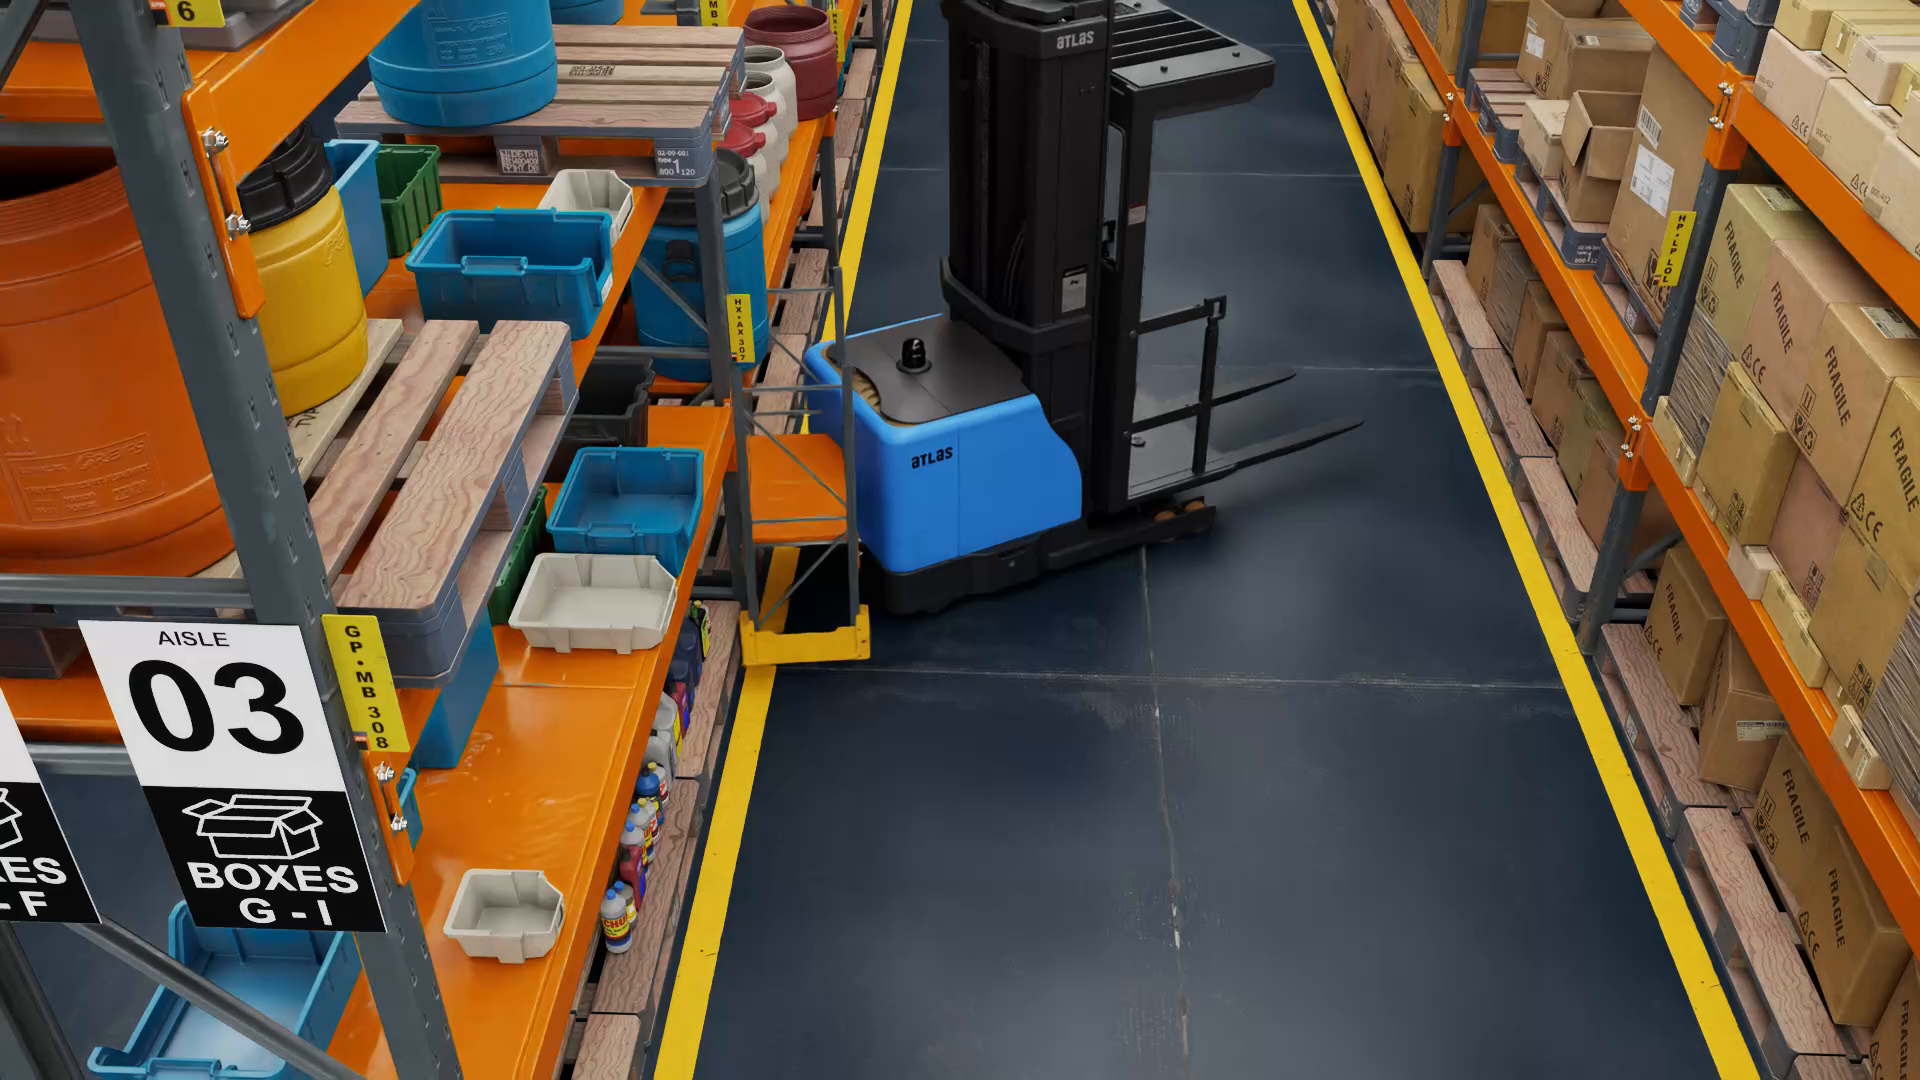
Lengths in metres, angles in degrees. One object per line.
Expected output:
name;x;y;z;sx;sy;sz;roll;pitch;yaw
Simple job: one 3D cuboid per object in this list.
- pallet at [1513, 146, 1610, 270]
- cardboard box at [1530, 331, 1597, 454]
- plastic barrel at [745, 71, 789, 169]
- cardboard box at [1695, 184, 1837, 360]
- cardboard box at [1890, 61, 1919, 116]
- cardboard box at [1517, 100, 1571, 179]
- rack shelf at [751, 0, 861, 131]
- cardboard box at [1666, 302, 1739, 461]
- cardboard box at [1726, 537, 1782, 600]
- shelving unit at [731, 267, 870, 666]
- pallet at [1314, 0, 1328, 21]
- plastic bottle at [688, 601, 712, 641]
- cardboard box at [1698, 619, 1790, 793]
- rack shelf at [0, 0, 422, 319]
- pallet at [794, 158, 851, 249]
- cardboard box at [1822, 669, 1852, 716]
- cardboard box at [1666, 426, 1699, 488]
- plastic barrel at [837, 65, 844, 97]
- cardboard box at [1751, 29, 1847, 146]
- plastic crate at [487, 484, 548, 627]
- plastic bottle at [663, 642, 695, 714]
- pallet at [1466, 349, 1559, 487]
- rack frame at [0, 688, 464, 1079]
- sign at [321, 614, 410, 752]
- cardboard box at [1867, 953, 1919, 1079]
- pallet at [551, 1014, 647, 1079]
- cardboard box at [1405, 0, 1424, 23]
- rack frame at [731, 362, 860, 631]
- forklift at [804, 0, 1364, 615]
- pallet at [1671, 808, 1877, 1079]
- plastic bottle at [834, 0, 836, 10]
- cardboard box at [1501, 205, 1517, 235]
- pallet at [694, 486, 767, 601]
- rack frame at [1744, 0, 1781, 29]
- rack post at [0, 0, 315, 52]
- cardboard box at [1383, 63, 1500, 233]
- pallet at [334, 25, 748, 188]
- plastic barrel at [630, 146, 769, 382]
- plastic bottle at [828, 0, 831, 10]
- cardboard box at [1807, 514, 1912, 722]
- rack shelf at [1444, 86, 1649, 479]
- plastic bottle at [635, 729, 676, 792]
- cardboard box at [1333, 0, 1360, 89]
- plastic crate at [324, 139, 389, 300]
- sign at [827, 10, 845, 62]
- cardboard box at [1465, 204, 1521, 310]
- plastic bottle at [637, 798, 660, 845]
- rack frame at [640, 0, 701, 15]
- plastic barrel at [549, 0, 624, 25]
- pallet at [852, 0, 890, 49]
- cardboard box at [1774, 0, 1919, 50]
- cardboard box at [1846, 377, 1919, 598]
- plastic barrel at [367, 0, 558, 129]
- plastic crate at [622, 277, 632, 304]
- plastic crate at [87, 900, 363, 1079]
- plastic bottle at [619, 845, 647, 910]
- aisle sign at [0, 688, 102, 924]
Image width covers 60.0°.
pallet;3.581;-1.780;8.786;1.003;0.211;1.213;1;35;2
cardboard box;3.565;-0.803;9.021;0.700;0.500;0.500;-2;35;-2
plastic barrel;-1.174;-2.319;9.289;0.421;0.512;0.421;0;35;0
cardboard box;3.187;-1.017;6.319;0.500;0.500;0.500;1;35;2
cardboard box;3.197;-1.396;5.248;0.380;0.149;0.250;2;35;3
cardboard box;3.323;-2.149;8.910;0.500;0.250;0.500;0;35;1
rack shelf;-1.249;-3.966;12.355;1.077;0.370;4.000;1;35;2
cardboard box;3.379;-0.604;6.600;0.875;0.500;0.500;1;35;2
cardboard box;3.093;0.095;6.170;0.380;0.149;0.250;1;35;2
shelving unit;-0.753;-0.357;7.718;0.587;1.500;1.083;-3;32;-5
pallet;3.935;-5.292;16.041;1.003;0.211;1.213;1;35;2
plastic bottle;-1.193;0.368;7.615;0.097;0.201;0.097;0;35;0
cardboard box;3.388;0.711;6.884;0.500;0.500;0.500;12;37;17
rack shelf;-1.570;-1.660;4.205;1.077;0.370;4.000;1;35;2
pallet;-1.339;-2.424;11.961;1.003;0.211;1.213;1;35;2
cardboard box;3.138;0.528;5.554;0.380;0.149;0.250;1;35;2
cardboard box;3.127;-0.336;6.783;0.380;0.149;0.250;1;35;2
plastic barrel;-1.236;-4.003;13.243;0.600;0.901;0.708;1;35;2
cardboard box;3.185;-1.612;5.902;0.500;0.250;0.500;0;35;0
plastic crate;-1.826;0.047;6.204;0.450;0.188;0.662;1;35;2
plastic bottle;-1.235;0.578;7.186;0.144;0.351;0.185;0;35;0
pallet;3.535;-0.708;9.519;1.003;0.211;1.213;1;35;2
rack frame;-1.651;1.485;3.973;1.000;3.000;0.127;1;35;2
sign;-1.101;0.270;3.087;0.100;0.325;0.005;1;35;2
cardboard box;3.330;1.748;5.408;0.500;0.500;0.500;10;36;14
pallet;-1.657;2.115;5.503;1.003;0.211;1.213;1;35;2
cardboard box;3.435;-3.911;11.565;0.500;0.500;0.500;0;35;0
rack frame;-0.702;-0.085;7.281;0.500;1.500;0.032;-3;32;-5
forklift;0.762;-1.435;8.188;3.031;2.935;1.130;-17;39;-23
pallet;3.421;1.532;6.332;1.003;0.211;1.213;1;35;2
plastic bottle;-0.924;-3.840;11.663;0.097;0.271;0.097;0;35;0
cardboard box;3.623;-2.075;10.178;0.500;0.250;0.500;3;35;4
pallet;-1.497;-0.124;8.688;1.003;0.211;1.213;1;35;2
rack frame;3.459;-3.153;5.356;1.000;3.000;0.127;1;35;2
rack post;-1.493;-1.196;3.006;0.937;0.300;0.954;5;35;7
cardboard box;3.668;-2.695;11.404;1.225;0.875;0.875;0;35;0
pallet;-1.421;-1.546;5.842;1.213;0.211;1.003;1;35;2
plastic barrel;-1.172;-1.233;7.405;0.600;0.901;0.708;1;35;2
plastic bottle;-0.919;-3.646;11.376;0.061;0.283;0.133;1;35;2
cardboard box;3.343;0.259;5.373;0.875;0.500;0.500;1;35;2
rack shelf;3.539;-1.553;8.922;1.077;0.370;4.000;1;35;2
plastic bottle;-1.259;0.887;6.810;0.152;0.276;0.135;2;35;3
cardboard box;3.775;-4.229;13.587;1.225;0.875;0.875;1;35;2
plastic crate;-1.875;-0.838;4.684;0.392;0.384;0.575;1;35;2
sign;-0.779;-3.169;10.454;0.100;0.325;0.005;1;35;2
cardboard box;3.613;-1.768;10.394;0.700;0.500;0.500;0;35;-1
plastic bottle;-1.245;1.105;6.566;0.097;0.201;0.097;0;35;0
rack frame;-1.490;-3.267;5.518;1.000;3.000;0.127;1;35;2
plastic barrel;-1.686;-2.542;6.660;0.600;0.901;0.708;1;35;2
pallet;-1.178;-4.691;15.188;1.003;0.211;1.213;1;35;2
cardboard box;3.138;-1.848;5.891;0.380;0.149;0.250;0;35;1
cardboard box;3.139;-0.155;5.093;0.500;0.500;0.500;1;35;2
plastic barrel;-1.637;-1.847;5.306;0.600;0.901;0.708;1;35;2
plastic crate;-1.756;-1.447;8.160;0.392;0.384;0.575;1;35;2
plastic crate;-1.929;1.252;4.435;0.499;0.251;0.616;1;35;2
plastic bottle;-1.239;1.253;6.284;0.061;0.283;0.133;2;35;3
aisle sign;-1.950;0.456;3.177;0.394;0.787;0.004;1;35;2
